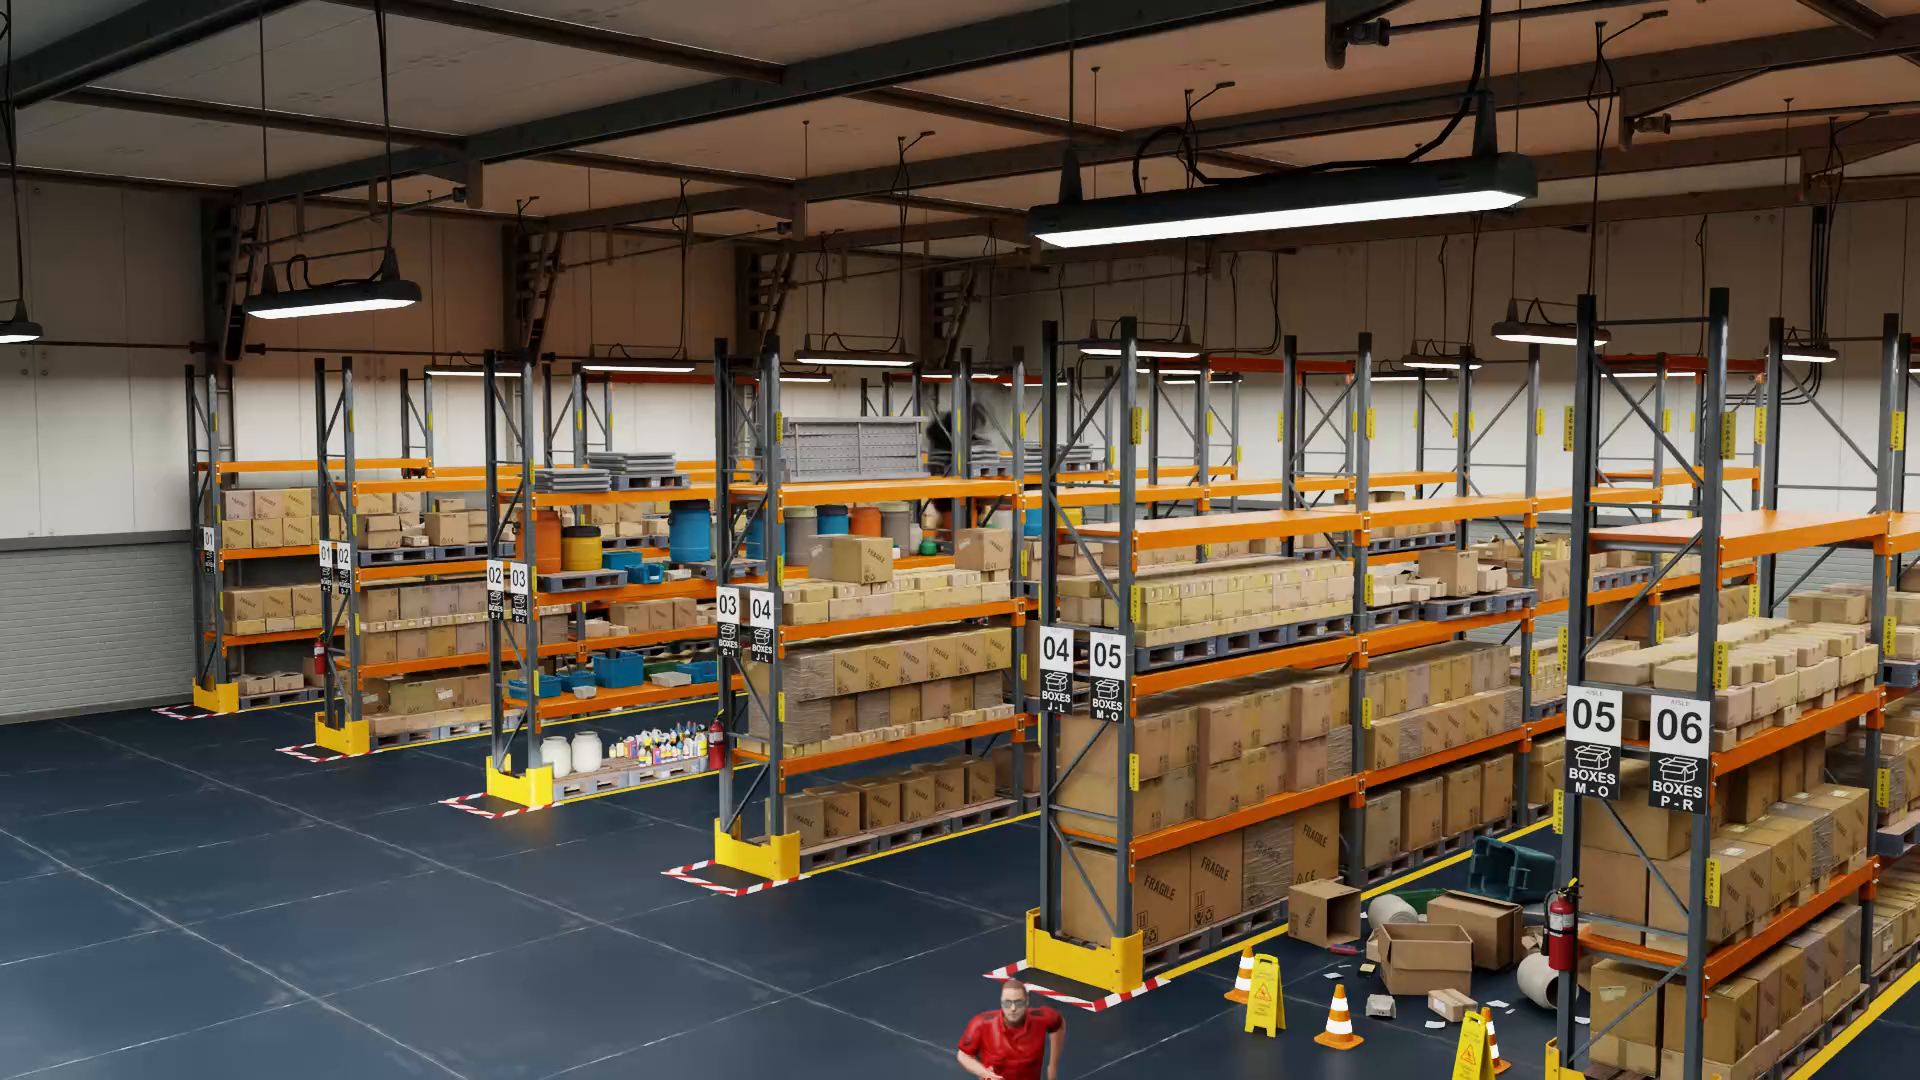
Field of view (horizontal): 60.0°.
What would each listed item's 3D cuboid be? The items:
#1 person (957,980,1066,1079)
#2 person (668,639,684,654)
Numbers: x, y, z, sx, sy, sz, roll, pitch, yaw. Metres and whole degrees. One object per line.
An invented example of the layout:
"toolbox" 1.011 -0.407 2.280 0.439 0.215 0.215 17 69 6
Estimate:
"person" 0.325 3.536 10.416 0.658 1.752 1.015 0 4 6
"person" -5.601 1.907 32.636 0.640 1.531 0.517 -4 6 -42
